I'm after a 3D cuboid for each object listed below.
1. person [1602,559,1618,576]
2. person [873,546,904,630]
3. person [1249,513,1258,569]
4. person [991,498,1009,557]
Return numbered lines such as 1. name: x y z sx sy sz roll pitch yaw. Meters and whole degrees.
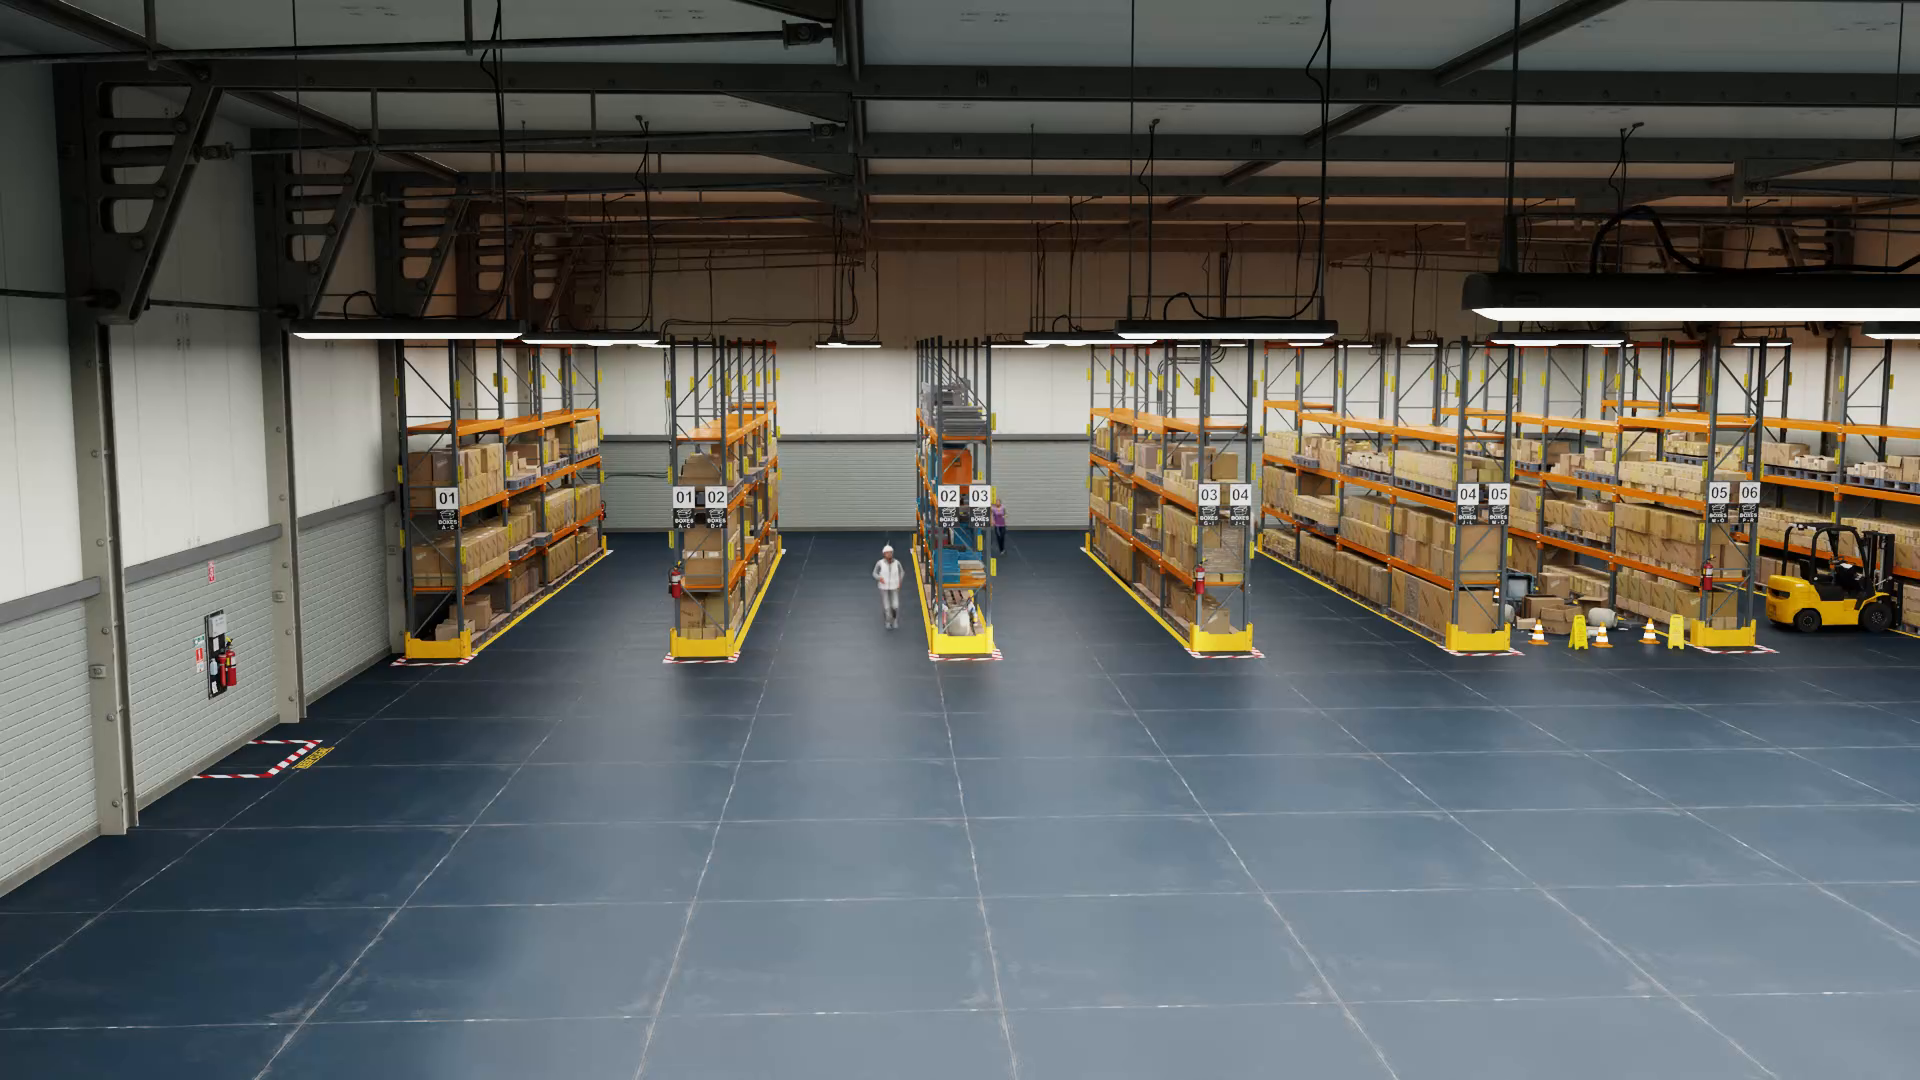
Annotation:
1. person: 16.533 0.118 42.275 0.596 1.649 0.644 -1 7 -6
2. person: -1.458 0.987 34.056 0.661 1.747 0.638 -1 7 -7
3. person: 7.564 -0.122 43.859 0.701 1.747 0.880 -1 7 -6
4. person: 1.093 -0.313 46.634 0.536 1.540 0.694 -1 7 -11
